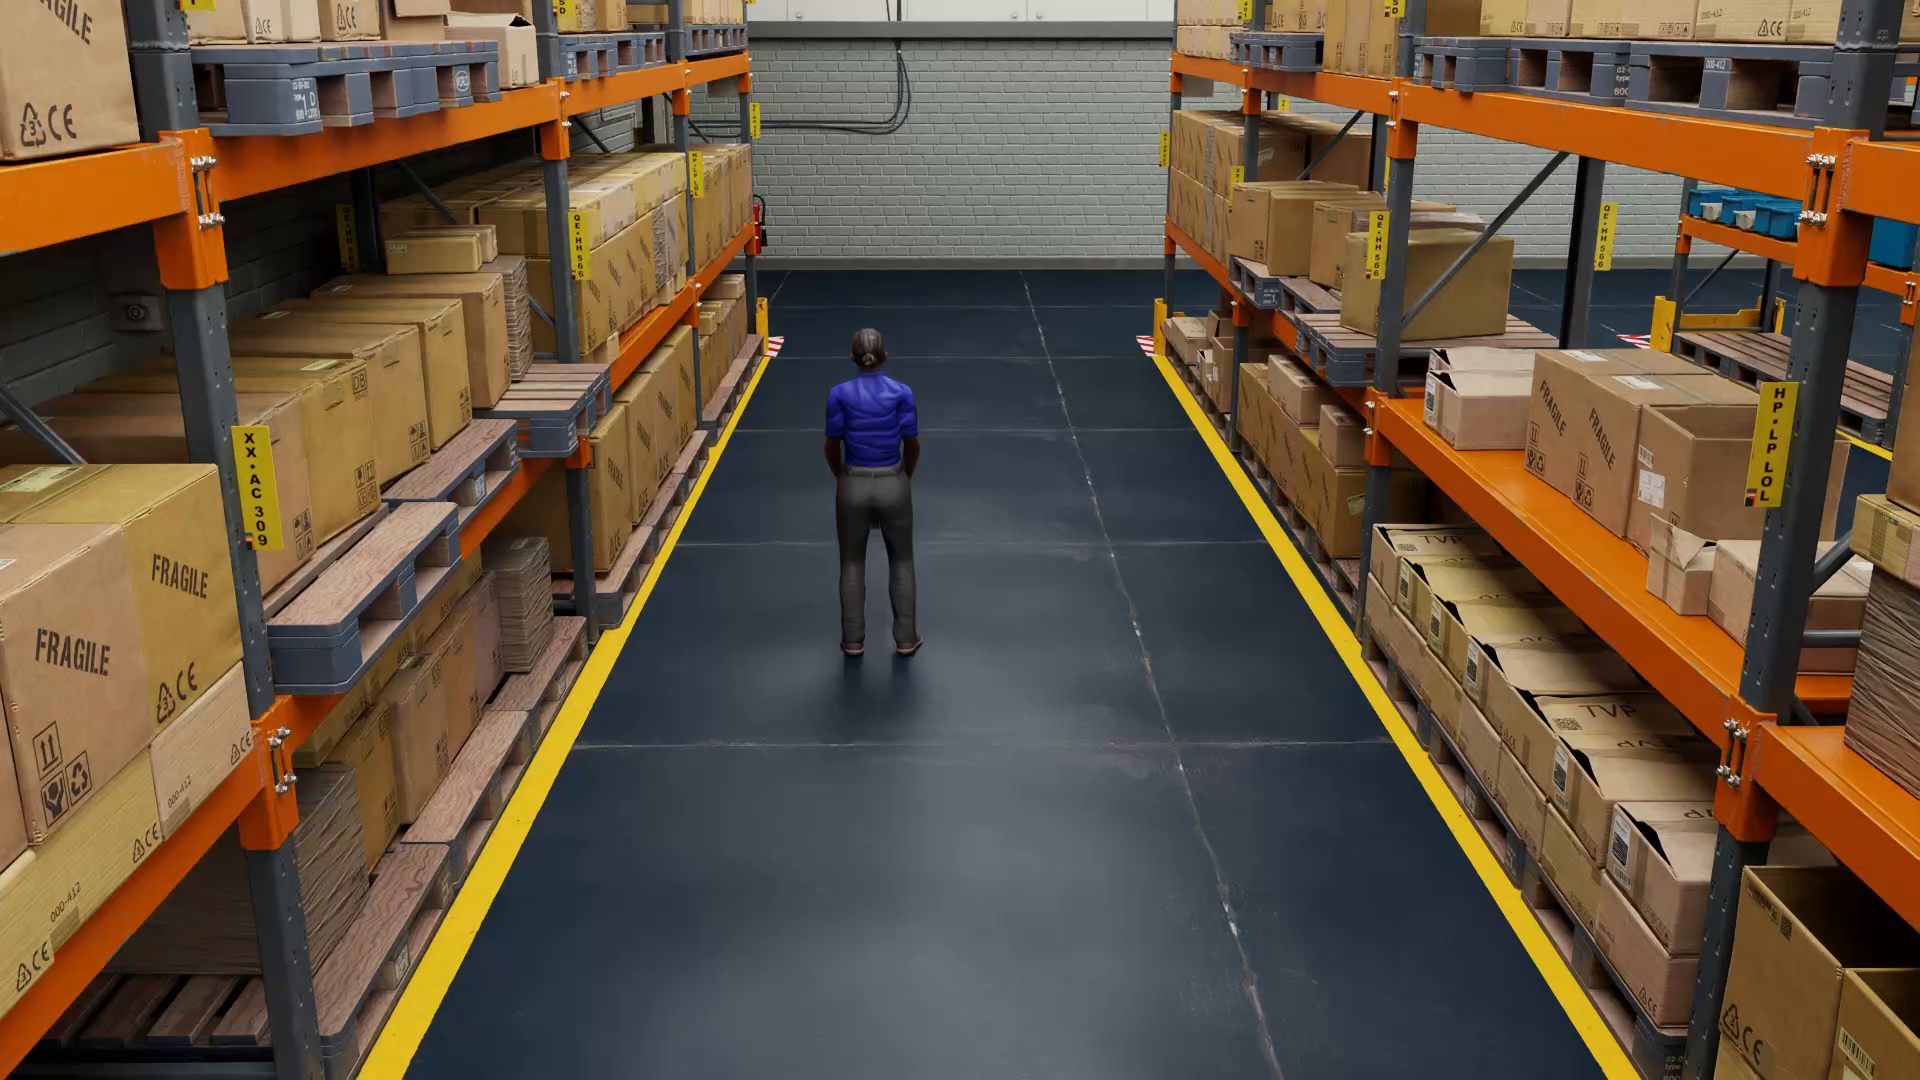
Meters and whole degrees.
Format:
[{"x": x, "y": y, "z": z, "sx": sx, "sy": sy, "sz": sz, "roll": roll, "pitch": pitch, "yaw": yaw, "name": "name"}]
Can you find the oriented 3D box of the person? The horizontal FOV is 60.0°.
[{"x": -0.431, "y": -0.240, "z": 8.315, "sx": 0.484, "sy": 1.662, "sz": 0.378, "roll": -1, "pitch": 17, "yaw": -2, "name": "person"}]
